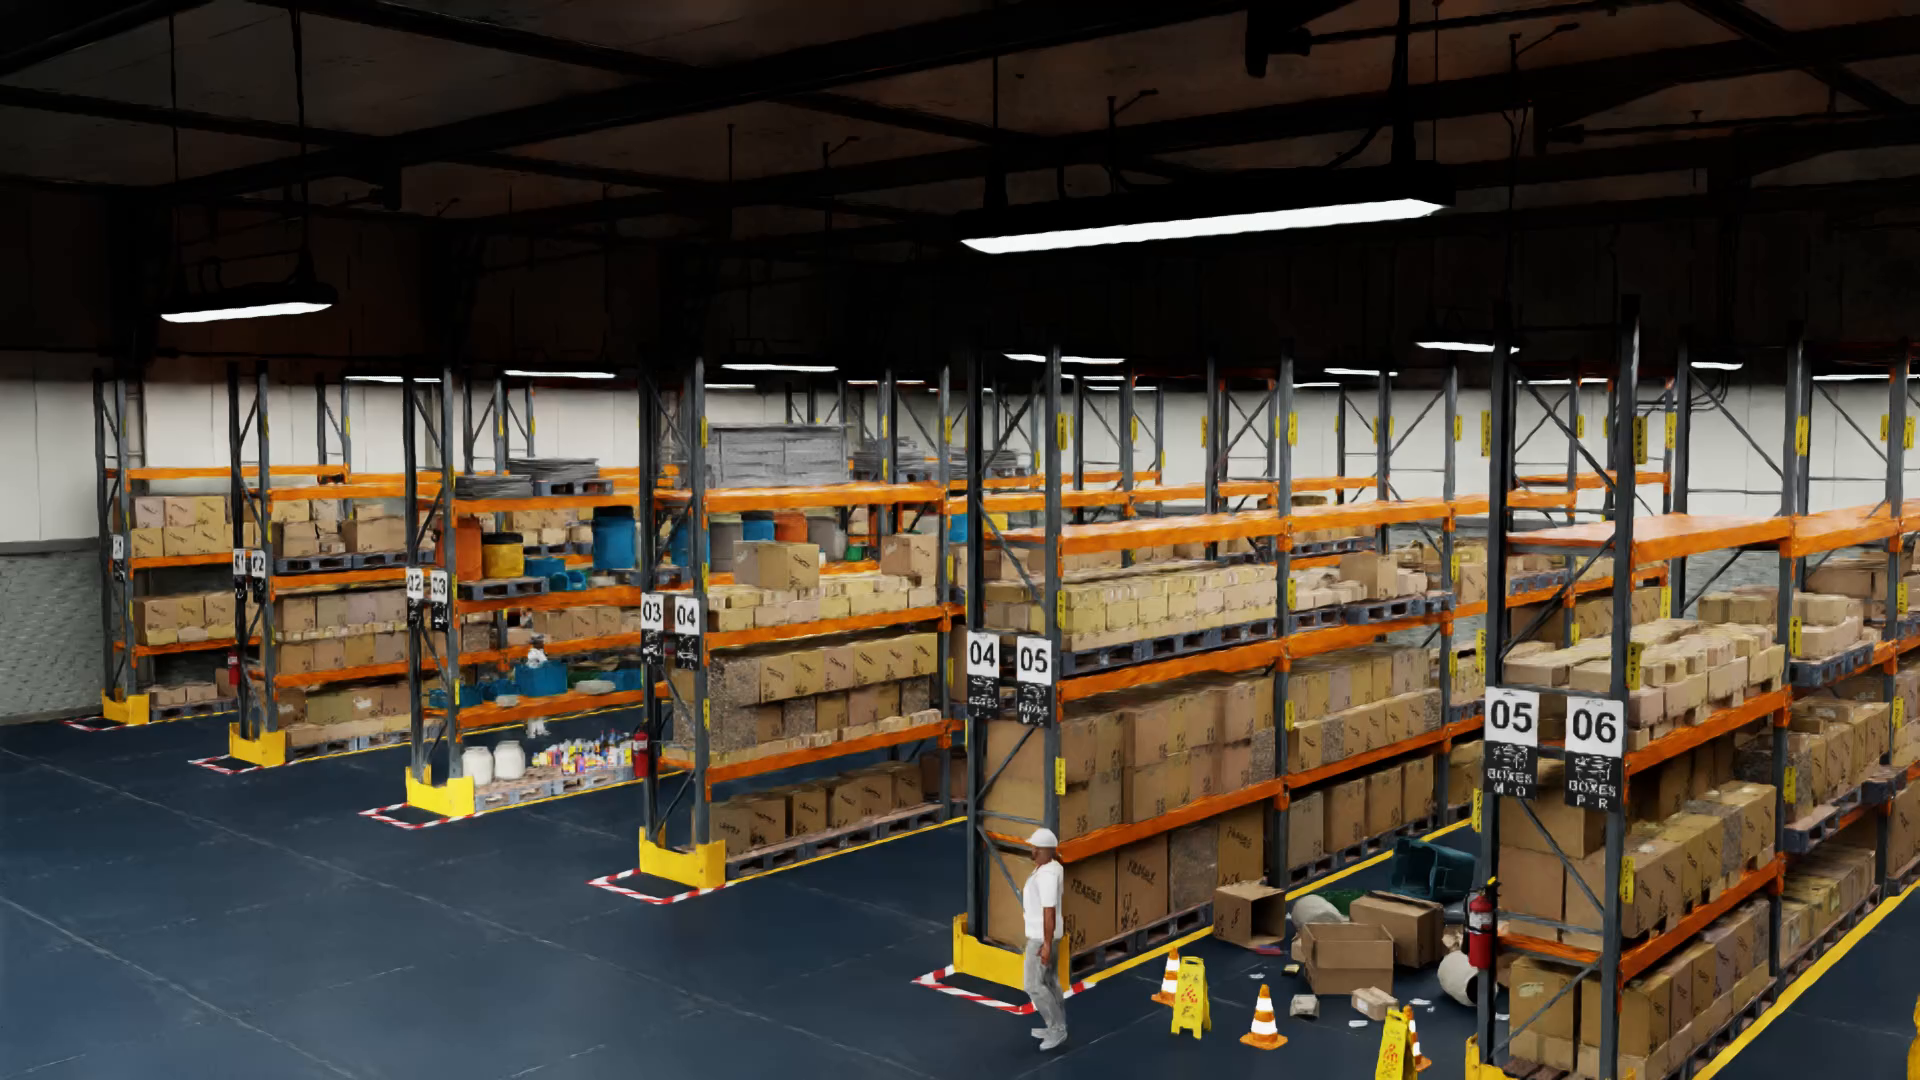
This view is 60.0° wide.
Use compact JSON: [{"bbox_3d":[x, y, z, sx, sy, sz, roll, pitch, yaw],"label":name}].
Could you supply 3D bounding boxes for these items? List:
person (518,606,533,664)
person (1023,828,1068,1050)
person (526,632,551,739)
[{"bbox_3d":[-8.409,1.970,32.554,0.580,1.618,0.507,3,5,39],"label":"person"},{"bbox_3d":[0.712,3.263,13.726,0.387,1.759,0.646,1,4,9],"label":"person"},{"bbox_3d":[-6.846,2.373,26.977,0.372,1.737,0.526,1,4,14],"label":"person"}]
